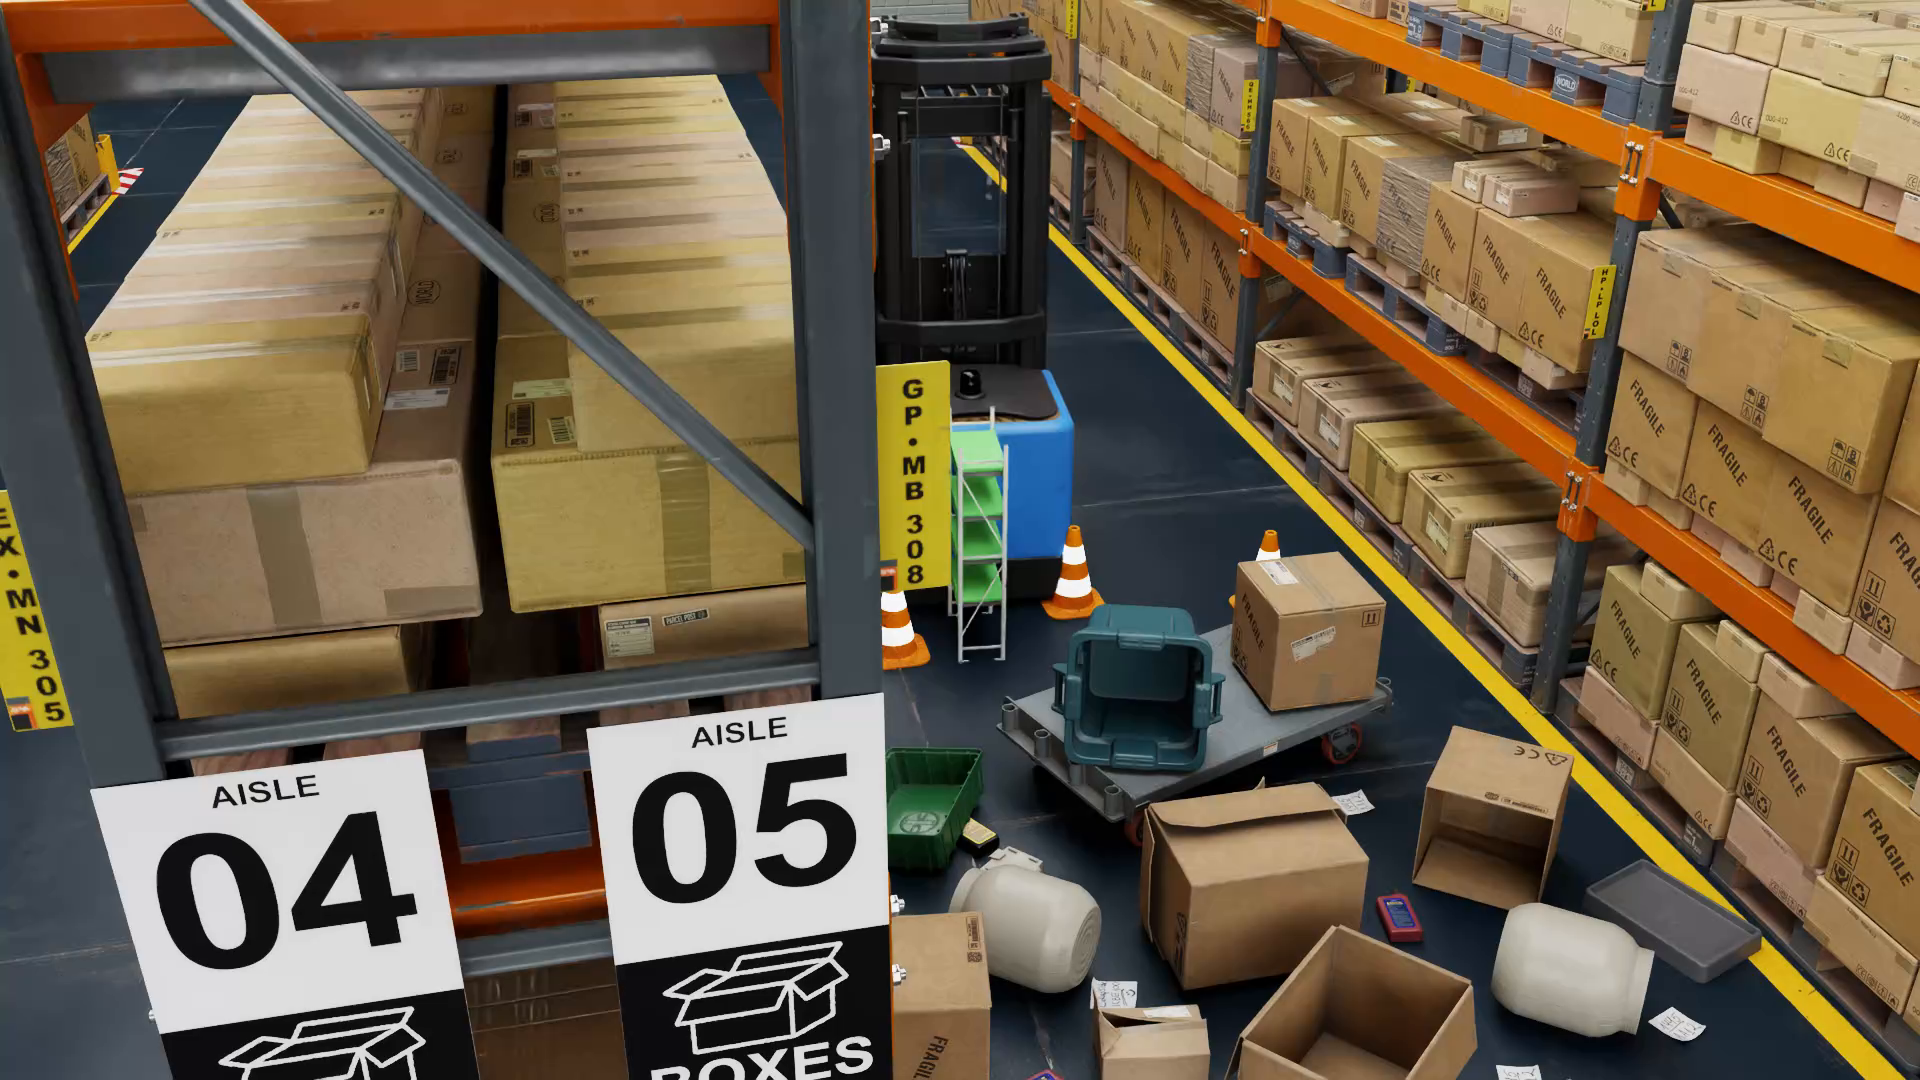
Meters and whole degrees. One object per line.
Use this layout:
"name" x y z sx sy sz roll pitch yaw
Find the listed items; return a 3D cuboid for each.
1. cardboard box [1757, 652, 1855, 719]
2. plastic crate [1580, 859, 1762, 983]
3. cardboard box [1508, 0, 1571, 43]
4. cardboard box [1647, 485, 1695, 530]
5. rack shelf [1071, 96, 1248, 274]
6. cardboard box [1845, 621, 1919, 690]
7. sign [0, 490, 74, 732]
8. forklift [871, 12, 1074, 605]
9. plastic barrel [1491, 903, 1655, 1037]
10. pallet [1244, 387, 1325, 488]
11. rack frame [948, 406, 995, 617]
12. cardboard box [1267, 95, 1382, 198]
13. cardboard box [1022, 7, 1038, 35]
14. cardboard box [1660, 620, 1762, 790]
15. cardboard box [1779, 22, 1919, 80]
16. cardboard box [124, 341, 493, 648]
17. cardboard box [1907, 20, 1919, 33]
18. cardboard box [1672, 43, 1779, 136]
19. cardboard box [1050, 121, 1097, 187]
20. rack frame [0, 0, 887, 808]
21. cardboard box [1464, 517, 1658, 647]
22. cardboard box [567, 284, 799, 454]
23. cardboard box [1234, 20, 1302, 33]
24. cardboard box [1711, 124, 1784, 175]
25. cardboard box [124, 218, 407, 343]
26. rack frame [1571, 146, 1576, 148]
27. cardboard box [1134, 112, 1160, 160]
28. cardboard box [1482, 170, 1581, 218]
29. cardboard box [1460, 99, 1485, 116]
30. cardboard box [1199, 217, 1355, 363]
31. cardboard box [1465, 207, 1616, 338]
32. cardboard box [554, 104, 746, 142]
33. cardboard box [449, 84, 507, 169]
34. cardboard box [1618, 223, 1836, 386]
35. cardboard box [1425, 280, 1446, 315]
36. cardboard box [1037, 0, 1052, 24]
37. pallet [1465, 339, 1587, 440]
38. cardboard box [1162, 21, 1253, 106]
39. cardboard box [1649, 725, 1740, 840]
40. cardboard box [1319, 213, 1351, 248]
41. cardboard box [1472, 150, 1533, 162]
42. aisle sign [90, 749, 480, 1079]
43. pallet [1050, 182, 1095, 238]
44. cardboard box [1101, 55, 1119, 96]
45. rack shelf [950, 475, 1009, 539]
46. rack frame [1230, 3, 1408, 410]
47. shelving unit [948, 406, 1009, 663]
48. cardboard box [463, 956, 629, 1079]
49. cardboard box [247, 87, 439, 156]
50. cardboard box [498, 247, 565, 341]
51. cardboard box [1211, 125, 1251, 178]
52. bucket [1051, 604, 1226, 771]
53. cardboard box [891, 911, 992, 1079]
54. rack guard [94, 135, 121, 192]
"cardboard box" 3.315 0.543 6.380 0.380 0.149 0.250 -4 27 -9
"plastic crate" 2.849 1.512 6.666 0.402 0.080 0.583 -16 31 -29
"cardboard box" 2.913 -2.488 7.722 0.500 0.250 0.500 -6 27 -11
"cardboard box" 3.161 -0.175 7.047 0.380 0.149 0.250 -5 27 -10
"rack shelf" 1.942 -2.877 12.919 1.077 0.370 4.000 -6 27 -12
"cardboard box" 3.416 0.389 5.928 0.380 0.149 0.250 -6 27 -12
"sign" -1.136 0.089 2.021 0.100 0.325 0.005 -6 27 -12
"forklift" -0.073 -1.595 9.657 1.130 2.935 3.031 -3 27 -6
"plastic barrel" 2.255 1.589 6.132 0.512 0.421 0.421 13 30 24
"pallet" 2.568 -0.732 10.966 1.003 0.211 1.213 -6 27 -12
"rack frame" 0.055 -0.132 8.680 0.240 1.200 0.015 -3 27 -6
"cardboard box" 2.269 -2.464 10.395 0.500 0.500 0.500 -7 28 -13
"cardboard box" 0.889 -4.743 15.707 0.500 0.500 0.500 -6 27 -12
"cardboard box" 3.297 0.662 6.863 0.500 0.500 0.500 -5 27 -10
"cardboard box" 3.185 -1.747 5.948 0.380 0.149 0.250 -7 28 -13
"cardboard box" -0.986 -0.084 2.519 0.500 0.250 0.500 -6 27 -11
"cardboard box" 3.683 -1.800 6.052 0.380 0.149 0.250 -5 27 -10
"cardboard box" 3.127 -1.748 6.391 0.500 0.250 0.500 -7 28 -13
"cardboard box" 1.252 -3.799 16.325 0.875 0.438 0.875 -7 28 -13
"rack frame" -0.604 -0.939 1.624 1.000 3.000 0.127 -6 27 -12
"cardboard box" 3.174 0.192 8.491 0.950 0.372 0.625 -6 27 -11
"cardboard box" -0.369 -0.255 2.414 0.380 0.149 0.250 -6 27 -11
"cardboard box" 2.297 -3.498 12.130 0.500 0.500 0.500 -5 27 -10
"cardboard box" 3.128 -1.508 6.359 0.380 0.149 0.250 -6 27 -12
"cardboard box" -1.123 -0.412 2.724 0.380 0.149 0.250 -5 27 -11
"rack frame" 6.327 -4.582 15.498 1.000 3.000 0.127 -6 27 -12
"cardboard box" 1.655 -3.115 12.759 0.500 0.250 0.500 -6 27 -12
"cardboard box" 2.802 -1.699 8.161 0.380 0.149 0.250 -7 28 -13
"cardboard box" 5.647 -4.510 17.664 0.500 0.500 0.500 -5 27 -11
"cardboard box" 2.318 -1.871 12.019 0.875 0.875 0.875 -6 27 -12
"cardboard box" 2.854 -1.326 8.141 0.500 0.500 0.500 -6 27 -11
"cardboard box" -0.654 -0.813 3.519 0.380 0.149 0.250 -6 27 -12
"cardboard box" -1.553 -1.189 4.708 0.500 0.250 0.500 -6 27 -12
"cardboard box" 3.182 -0.973 6.797 0.700 0.500 0.500 -6 27 -12
"cardboard box" 2.694 -1.286 8.782 0.380 0.149 0.250 -6 27 -12
"cardboard box" 1.010 -4.970 15.046 0.500 0.500 0.500 -6 27 -12
"pallet" 3.264 -0.829 8.276 1.003 0.211 1.213 -6 27 -12
"cardboard box" 1.793 -3.454 12.044 0.500 0.500 0.500 -6 27 -12
"cardboard box" 3.296 0.996 7.034 0.500 0.250 0.500 -4 27 -9
"cardboard box" 2.375 -1.858 9.916 0.380 0.149 0.250 -6 27 -11
"cardboard box" 3.131 -1.826 9.132 0.500 0.500 0.500 -7 28 -14
"aisle sign" -0.880 0.640 2.268 0.394 0.787 0.004 -6 27 -12
"pallet" 1.397 -3.173 15.802 1.003 0.211 1.213 -6 27 -12
"cardboard box" 1.461 -3.784 13.530 0.500 0.250 0.500 -6 27 -11
"rack shelf" 0.083 -0.180 8.385 0.258 0.148 0.480 -3 27 -6
"rack frame" 2.393 -2.320 11.017 1.000 3.000 0.127 -6 27 -12
"shelving unit" 0.083 -0.023 8.464 0.258 1.200 0.503 -3 27 -6
"cardboard box" -0.650 1.023 3.029 0.875 0.550 0.550 -6 27 -12
"cardboard box" -1.412 -0.970 3.830 0.380 0.149 0.250 -6 27 -12
"cardboard box" -0.578 -0.359 3.062 0.500 0.250 0.500 -6 27 -12
"cardboard box" 2.036 -2.663 11.309 0.500 0.250 0.500 -6 27 -12
"bucket" 0.772 0.592 7.195 0.726 0.611 0.620 3 17 6
"cardboard box" -0.156 1.675 5.873 0.500 0.500 0.500 -1 27 -3
"rack guard" -9.070 -3.720 16.566 1.175 0.500 0.348 -6 27 -12
